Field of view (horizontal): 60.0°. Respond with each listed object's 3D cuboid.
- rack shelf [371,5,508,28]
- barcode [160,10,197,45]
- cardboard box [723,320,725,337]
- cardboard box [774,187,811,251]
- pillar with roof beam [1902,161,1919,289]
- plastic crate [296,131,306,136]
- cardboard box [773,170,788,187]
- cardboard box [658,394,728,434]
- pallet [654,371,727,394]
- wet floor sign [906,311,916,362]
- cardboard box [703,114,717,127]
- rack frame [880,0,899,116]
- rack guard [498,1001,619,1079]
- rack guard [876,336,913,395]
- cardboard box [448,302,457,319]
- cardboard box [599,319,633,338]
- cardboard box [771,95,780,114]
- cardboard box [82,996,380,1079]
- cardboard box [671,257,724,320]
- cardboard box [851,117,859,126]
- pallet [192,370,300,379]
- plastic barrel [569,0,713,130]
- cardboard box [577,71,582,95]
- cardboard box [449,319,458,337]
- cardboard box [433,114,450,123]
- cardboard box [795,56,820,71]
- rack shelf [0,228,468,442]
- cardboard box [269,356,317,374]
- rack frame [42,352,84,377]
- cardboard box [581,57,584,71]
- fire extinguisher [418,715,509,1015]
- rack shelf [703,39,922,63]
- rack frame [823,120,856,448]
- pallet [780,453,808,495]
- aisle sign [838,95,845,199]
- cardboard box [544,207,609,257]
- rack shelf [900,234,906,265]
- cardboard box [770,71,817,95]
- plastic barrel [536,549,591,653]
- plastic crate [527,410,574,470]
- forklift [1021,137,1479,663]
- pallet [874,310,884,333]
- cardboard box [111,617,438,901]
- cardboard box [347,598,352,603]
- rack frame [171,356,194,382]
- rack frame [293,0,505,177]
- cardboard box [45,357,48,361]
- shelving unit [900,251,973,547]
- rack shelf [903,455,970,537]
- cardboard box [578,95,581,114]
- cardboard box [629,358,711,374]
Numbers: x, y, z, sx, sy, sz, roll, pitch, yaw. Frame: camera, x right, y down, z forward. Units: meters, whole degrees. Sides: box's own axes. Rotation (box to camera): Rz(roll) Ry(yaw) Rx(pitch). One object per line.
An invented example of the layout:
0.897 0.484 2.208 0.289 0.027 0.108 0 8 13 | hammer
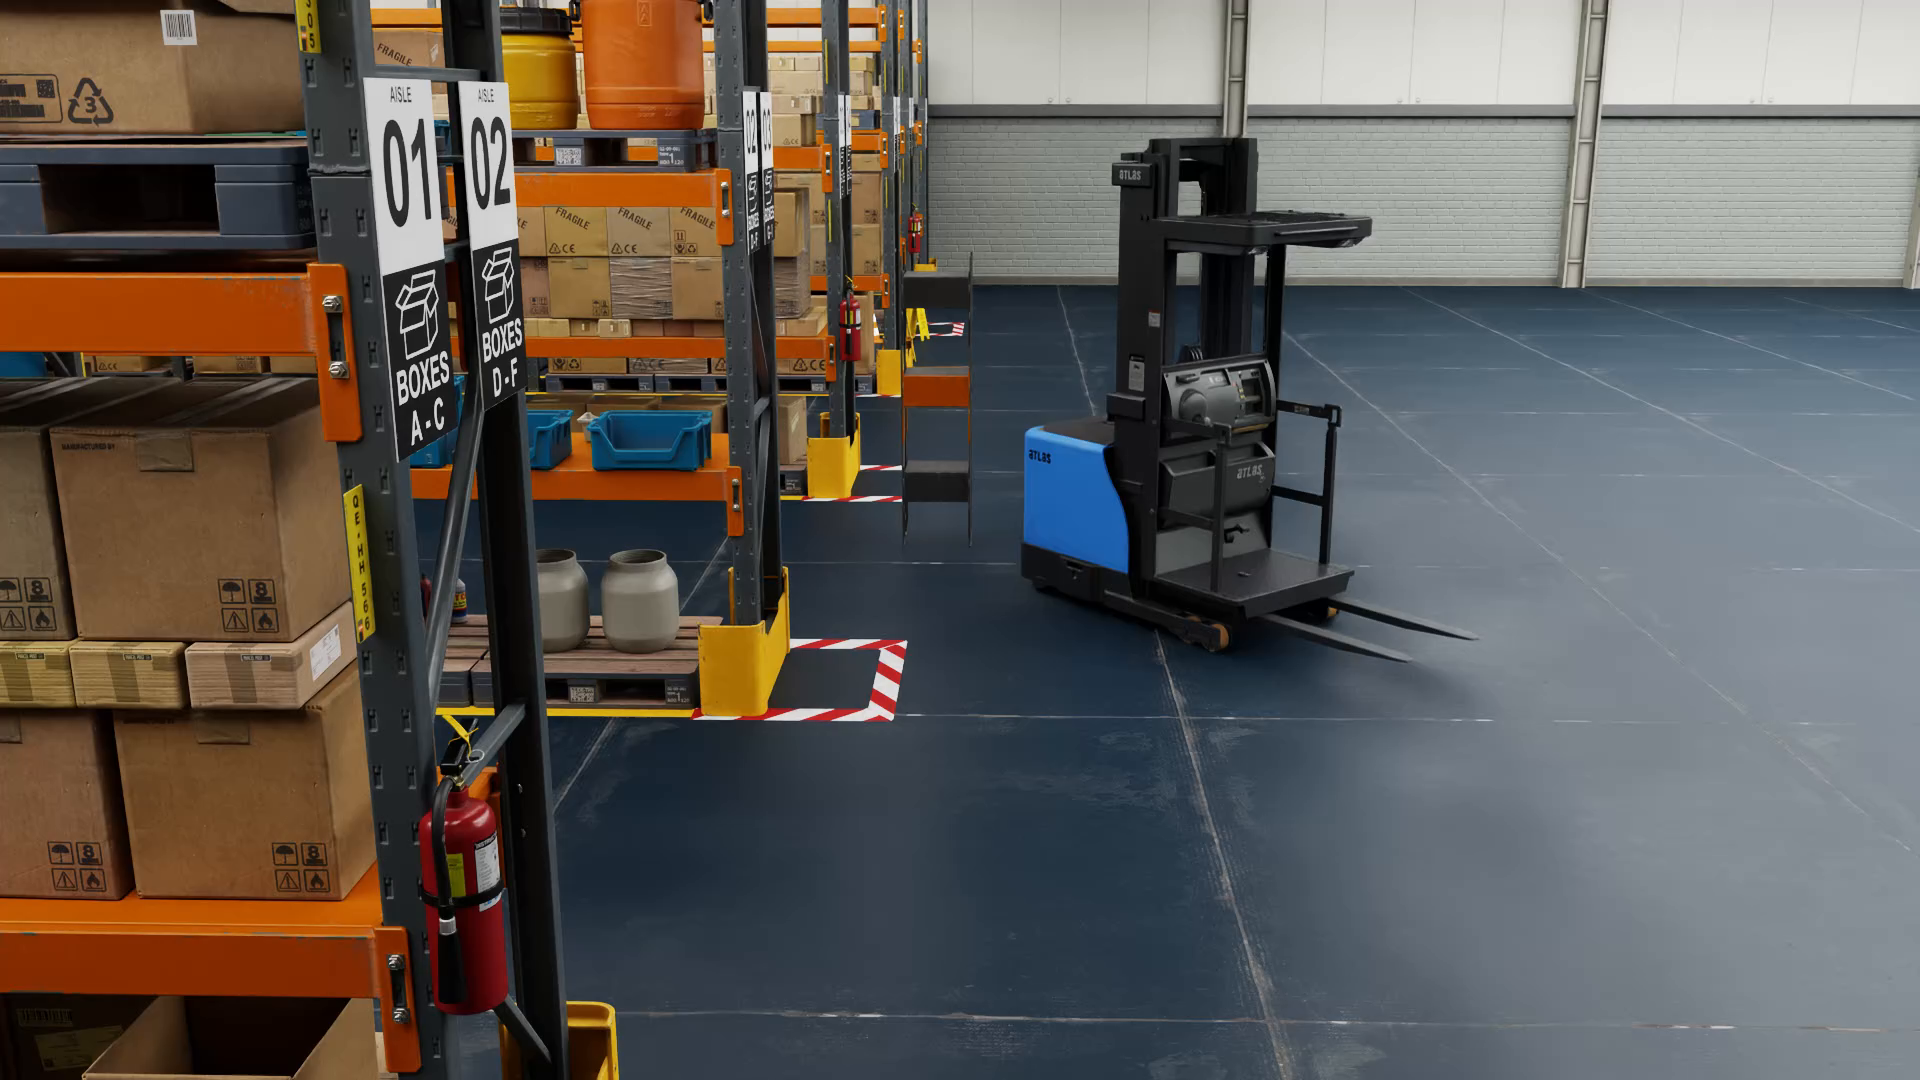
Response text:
-6.760 -5.603 18.130 4.000 0.370 1.077 0 15 1 | rack shelf
-1.561 -1.024 3.322 0.075 0.075 0.001 0 15 1 | barcode
-1.781 -1.758 13.615 0.250 0.149 0.380 0 15 1 | cardboard box
-1.533 -2.689 13.911 0.500 0.500 0.500 0 15 1 | cardboard box
16.597 -7.653 23.707 0.400 9.000 9.100 0 15 1 | pillar with roof beam
-3.030 -2.055 8.400 0.575 0.384 0.392 0 15 1 | plastic crate
-2.241 -3.829 18.564 0.550 0.550 0.875 0 15 1 | cardboard box
-2.212 -0.938 14.091 0.500 0.500 0.500 4 15 16 | cardboard box
-2.780 -1.850 18.937 1.213 0.211 1.003 0 15 1 | pallet
-0.683 -2.570 20.818 0.232 0.644 0.267 -2 15 -8 | wet floor sign
-1.977 -3.259 13.225 0.500 0.250 0.500 0 15 2 | cardboard box
-0.762 -6.105 17.839 0.127 3.000 1.000 0 15 1 | rack frame
-1.223 1.795 4.555 0.348 0.500 1.175 0 15 1 | rack guard
-0.738 -1.995 18.923 0.348 0.500 1.175 0 15 1 | rack guard
-4.041 -2.127 13.743 0.500 0.500 0.875 0 15 1 | cardboard box
-2.782 -1.751 13.587 0.250 0.149 0.380 0 15 1 | cardboard box
-1.533 -3.464 13.223 0.250 0.149 0.380 0 15 0 | cardboard box
-1.790 1.423 4.164 0.500 0.500 0.500 0 15 1 | cardboard box
-2.042 -2.115 13.698 0.500 0.500 0.875 0 15 1 | cardboard box
-1.350 -5.720 22.754 0.250 0.149 0.380 0 15 2 | cardboard box
-7.973 -1.884 19.065 1.213 0.211 1.003 0 15 1 | pallet
-1.605 -2.509 8.423 0.708 0.830 0.600 0 15 1 | plastic barrel
-4.279 -4.929 17.953 0.500 0.250 0.500 0 15 2 | cardboard box
-4.031 -1.768 13.652 0.250 0.149 0.380 0 15 1 | cardboard box
-4.016 -3.273 13.281 0.500 0.250 0.500 0 15 1 | cardboard box
-1.613 -5.089 17.780 0.250 0.149 0.380 1 15 2 | cardboard box
-3.246 -0.529 3.996 4.000 0.370 1.077 0 15 1 | rack shelf
-7.279 -2.340 18.915 0.750 0.750 1.050 1 15 2 | cardboard box
-5.115 -0.703 9.124 0.127 3.000 1.000 0 15 1 | rack frame
-3.897 -5.104 17.835 0.250 0.149 0.380 0 15 1 | cardboard box
-1.140 0.743 3.795 0.183 0.674 0.296 0 15 1 | fire extinguisher
-2.613 -8.105 27.616 4.000 0.370 1.077 0 15 1 | rack shelf
-0.990 -1.940 13.812 0.127 3.000 1.000 0 15 1 | rack frame
-1.877 -0.606 14.224 1.213 0.211 1.003 0 15 1 | pallet
-0.936 -3.120 13.189 0.004 0.787 0.394 0 15 1 | aisle sign
-3.045 -2.567 13.451 0.500 0.500 0.500 0 15 1 | cardboard box
-2.736 -4.132 23.533 4.000 0.370 1.077 0 15 1 | rack shelf
-1.759 -4.913 17.892 0.500 0.250 0.500 0 15 2 | cardboard box
-2.277 0.335 9.243 0.421 0.512 0.421 0 15 0 | plastic barrel
-2.273 -0.537 8.789 0.408 0.251 0.499 0 15 1 | plastic crate
1.723 -0.899 10.002 1.130 2.935 3.031 -12 19 -37 | forklift
-1.624 -3.134 23.803 1.213 0.211 1.003 0 15 1 | pallet
-1.713 0.532 4.248 0.500 0.500 0.700 0 15 1 | cardboard box
-1.633 0.167 4.359 0.250 0.149 0.380 0 15 1 | cardboard box
-8.760 -3.256 18.802 0.127 3.000 1.000 0 15 1 | rack frame
-1.247 -2.314 3.472 0.127 3.000 1.000 0 15 1 | rack frame
-10.472 -2.192 18.844 0.500 0.500 0.500 0 15 -1 | cardboard box
-0.165 -1.016 12.076 0.503 2.100 0.431 0 15 1 | shelving unit
-0.165 -0.326 12.258 0.480 0.518 0.431 0 15 1 | rack shelf
-3.109 -3.464 13.222 0.250 0.149 0.380 1 15 3 | cardboard box
-3.233 -2.379 18.819 0.875 0.875 0.875 0 15 2 | cardboard box
